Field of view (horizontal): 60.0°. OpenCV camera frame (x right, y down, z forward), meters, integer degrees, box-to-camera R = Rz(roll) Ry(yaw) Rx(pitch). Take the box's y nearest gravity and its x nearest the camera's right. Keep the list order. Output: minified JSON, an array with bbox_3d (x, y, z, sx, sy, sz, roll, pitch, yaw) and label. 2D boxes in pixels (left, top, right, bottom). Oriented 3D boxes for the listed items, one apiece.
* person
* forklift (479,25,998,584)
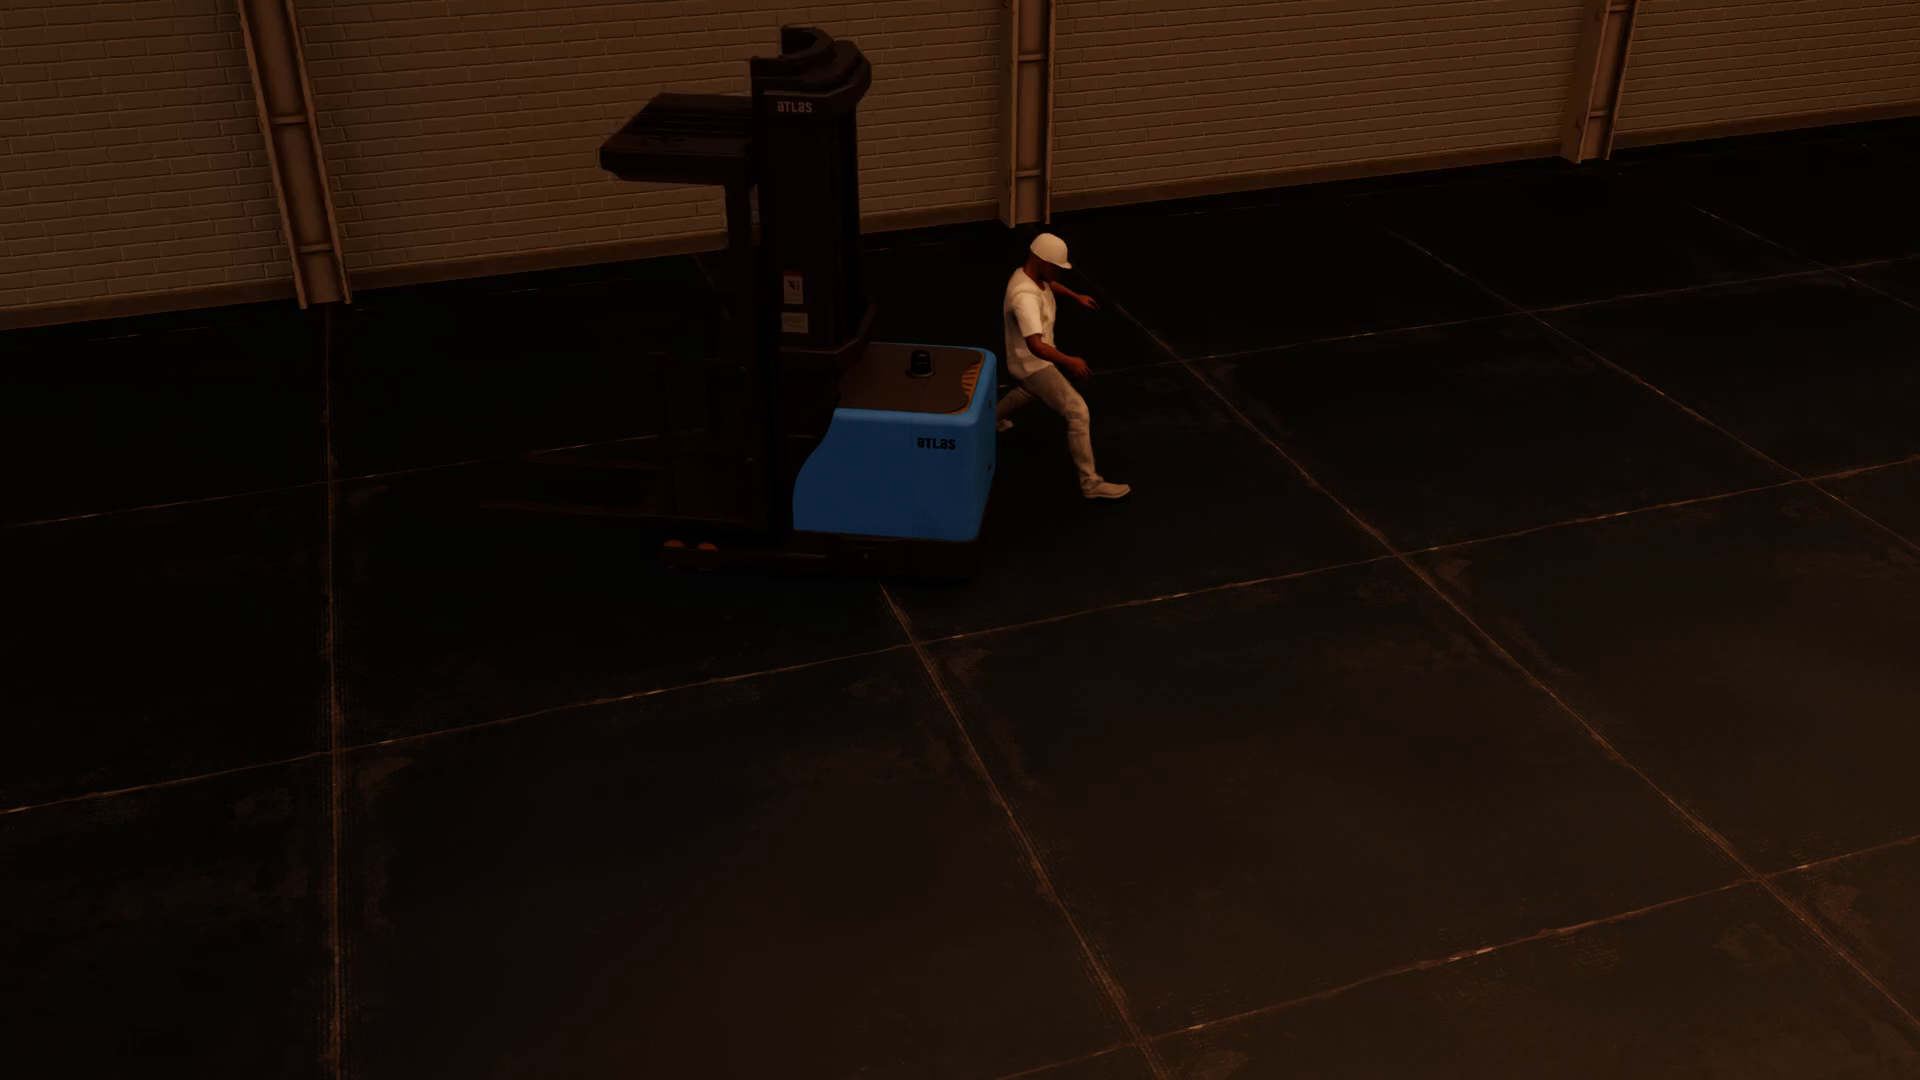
[{"bbox_3d":[0.603,-1.184,10.548,1.007,1.589,1.111,2,30,3],"label":"person"},{"bbox_3d":[-1.329,-1.343,9.420,3.031,2.935,1.130,4,30,7],"label":"forklift"}]
